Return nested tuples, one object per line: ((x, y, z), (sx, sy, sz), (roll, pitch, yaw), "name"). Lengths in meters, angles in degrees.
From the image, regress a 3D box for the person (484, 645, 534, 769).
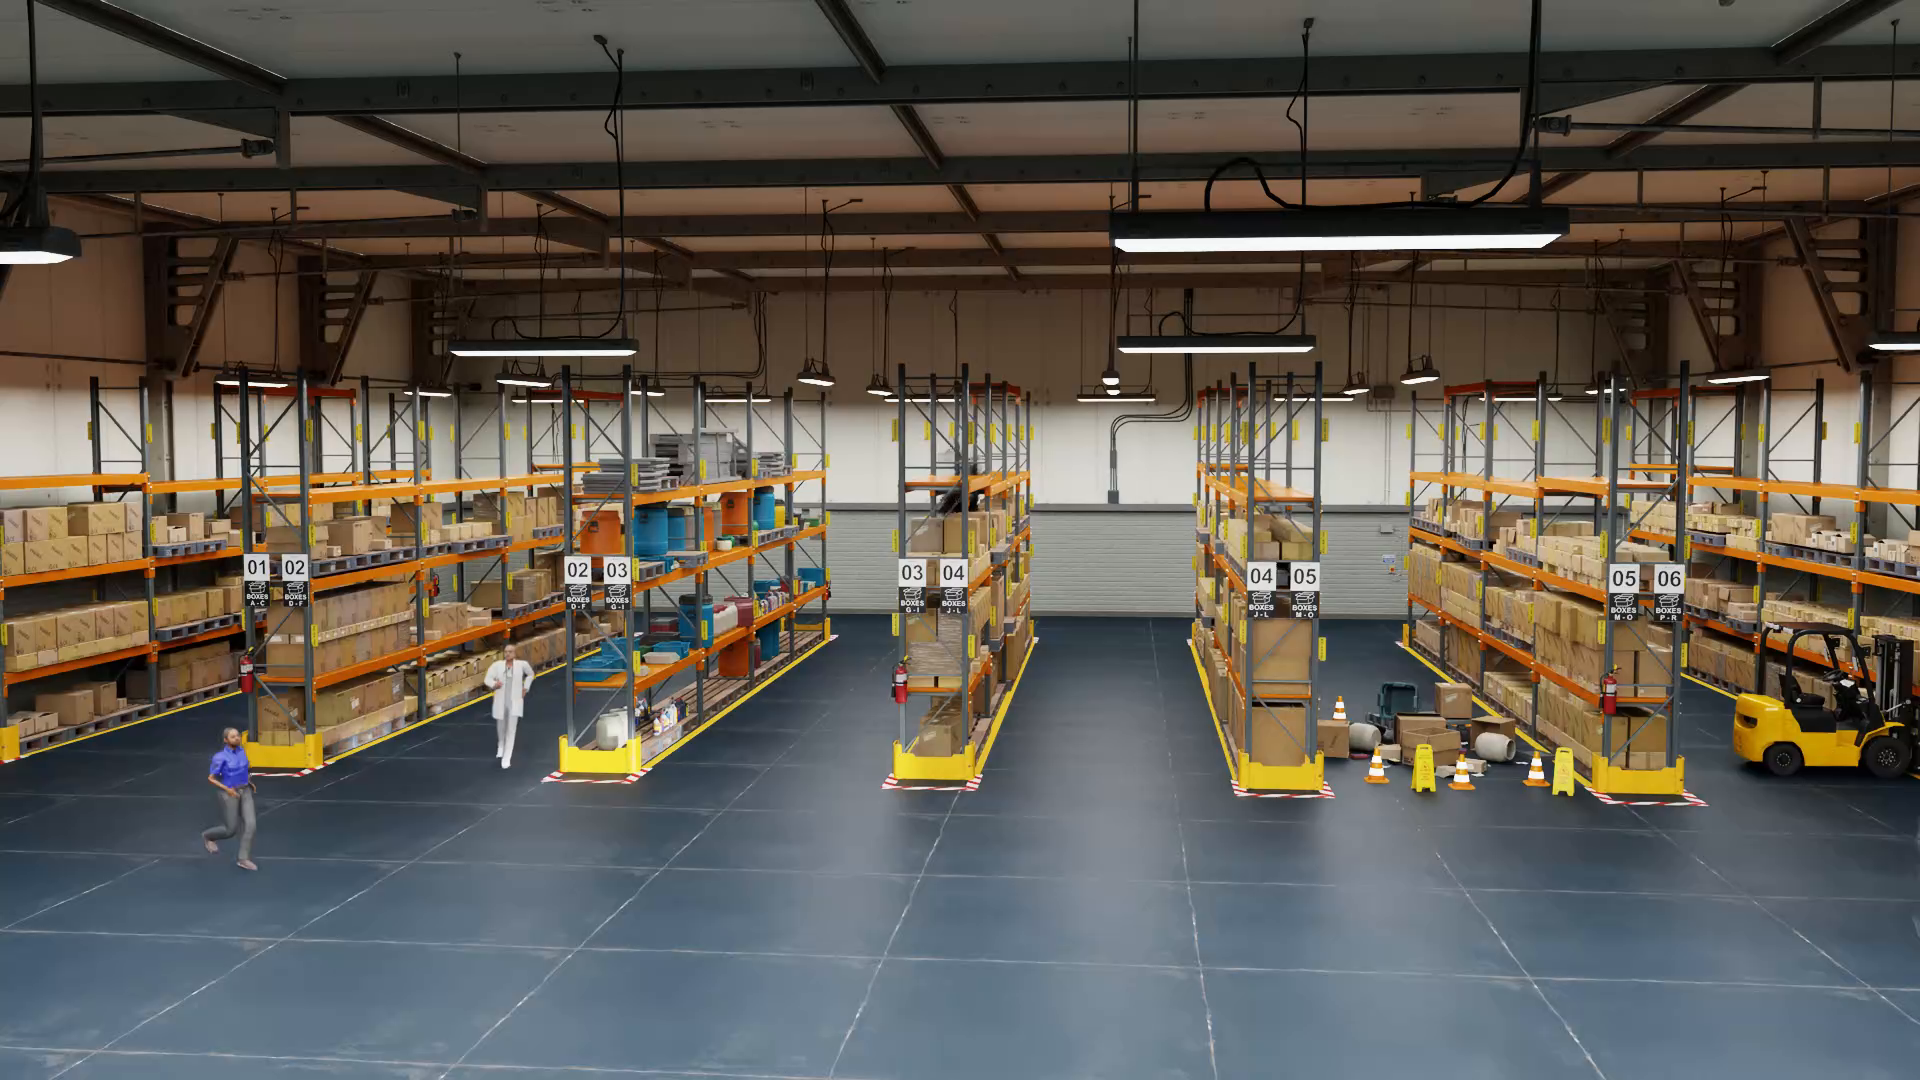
((-6.847, 2.490, 25.261), (0.712, 1.823, 0.956), (-1, 4, -8), "person")

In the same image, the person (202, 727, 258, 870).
((-8.415, 2.972, 19.224), (0.768, 1.640, 0.588), (2, 4, 26), "person")
